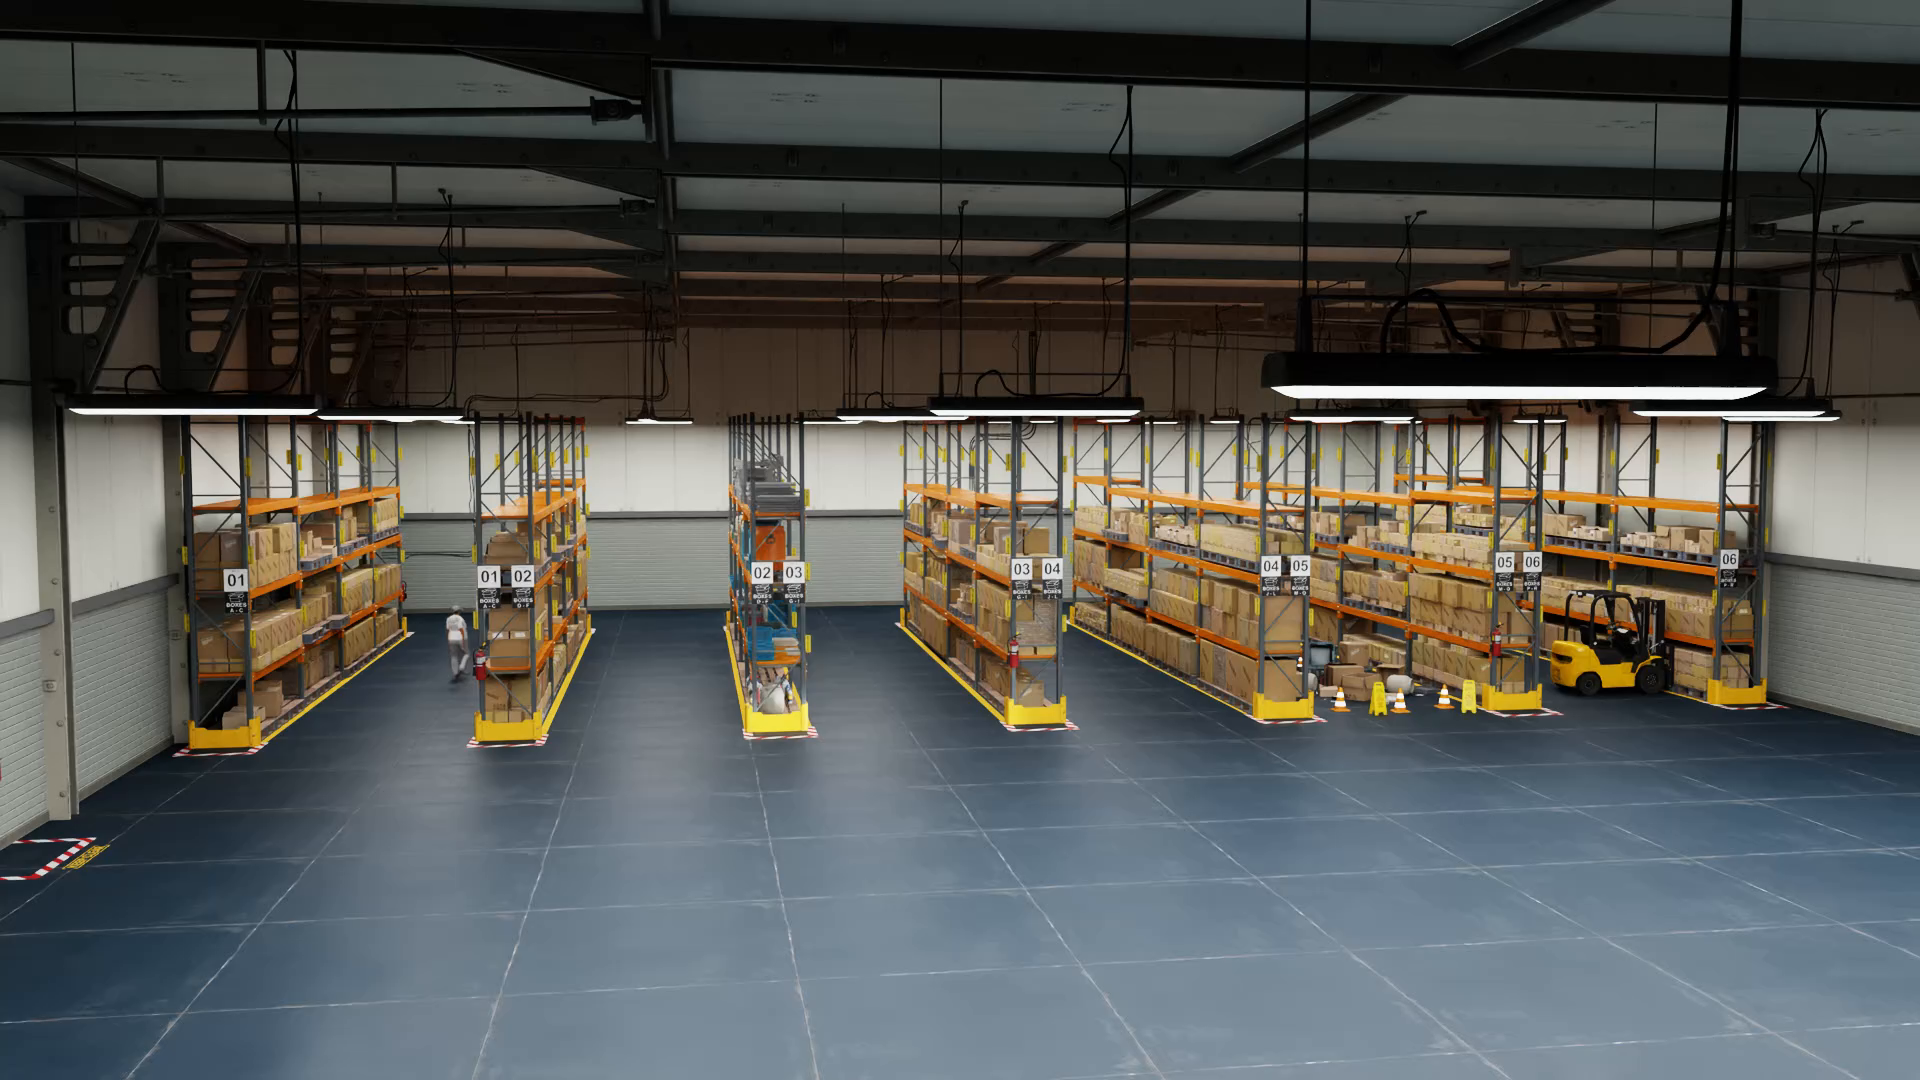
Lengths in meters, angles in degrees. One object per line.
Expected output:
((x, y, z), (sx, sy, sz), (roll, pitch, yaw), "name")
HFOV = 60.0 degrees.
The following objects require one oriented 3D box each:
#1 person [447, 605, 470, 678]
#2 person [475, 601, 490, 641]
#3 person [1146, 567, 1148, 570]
((-11.440, 2.315, 37.896), (0.545, 1.652, 0.514), (0, 4, -1), "person")
((-12.665, 1.871, 44.423), (0.578, 1.615, 1.041), (-1, 4, -8), "person")
((5.632, 1.516, 50.421), (0.984, 1.546, 0.583), (-2, 4, -30), "person")
